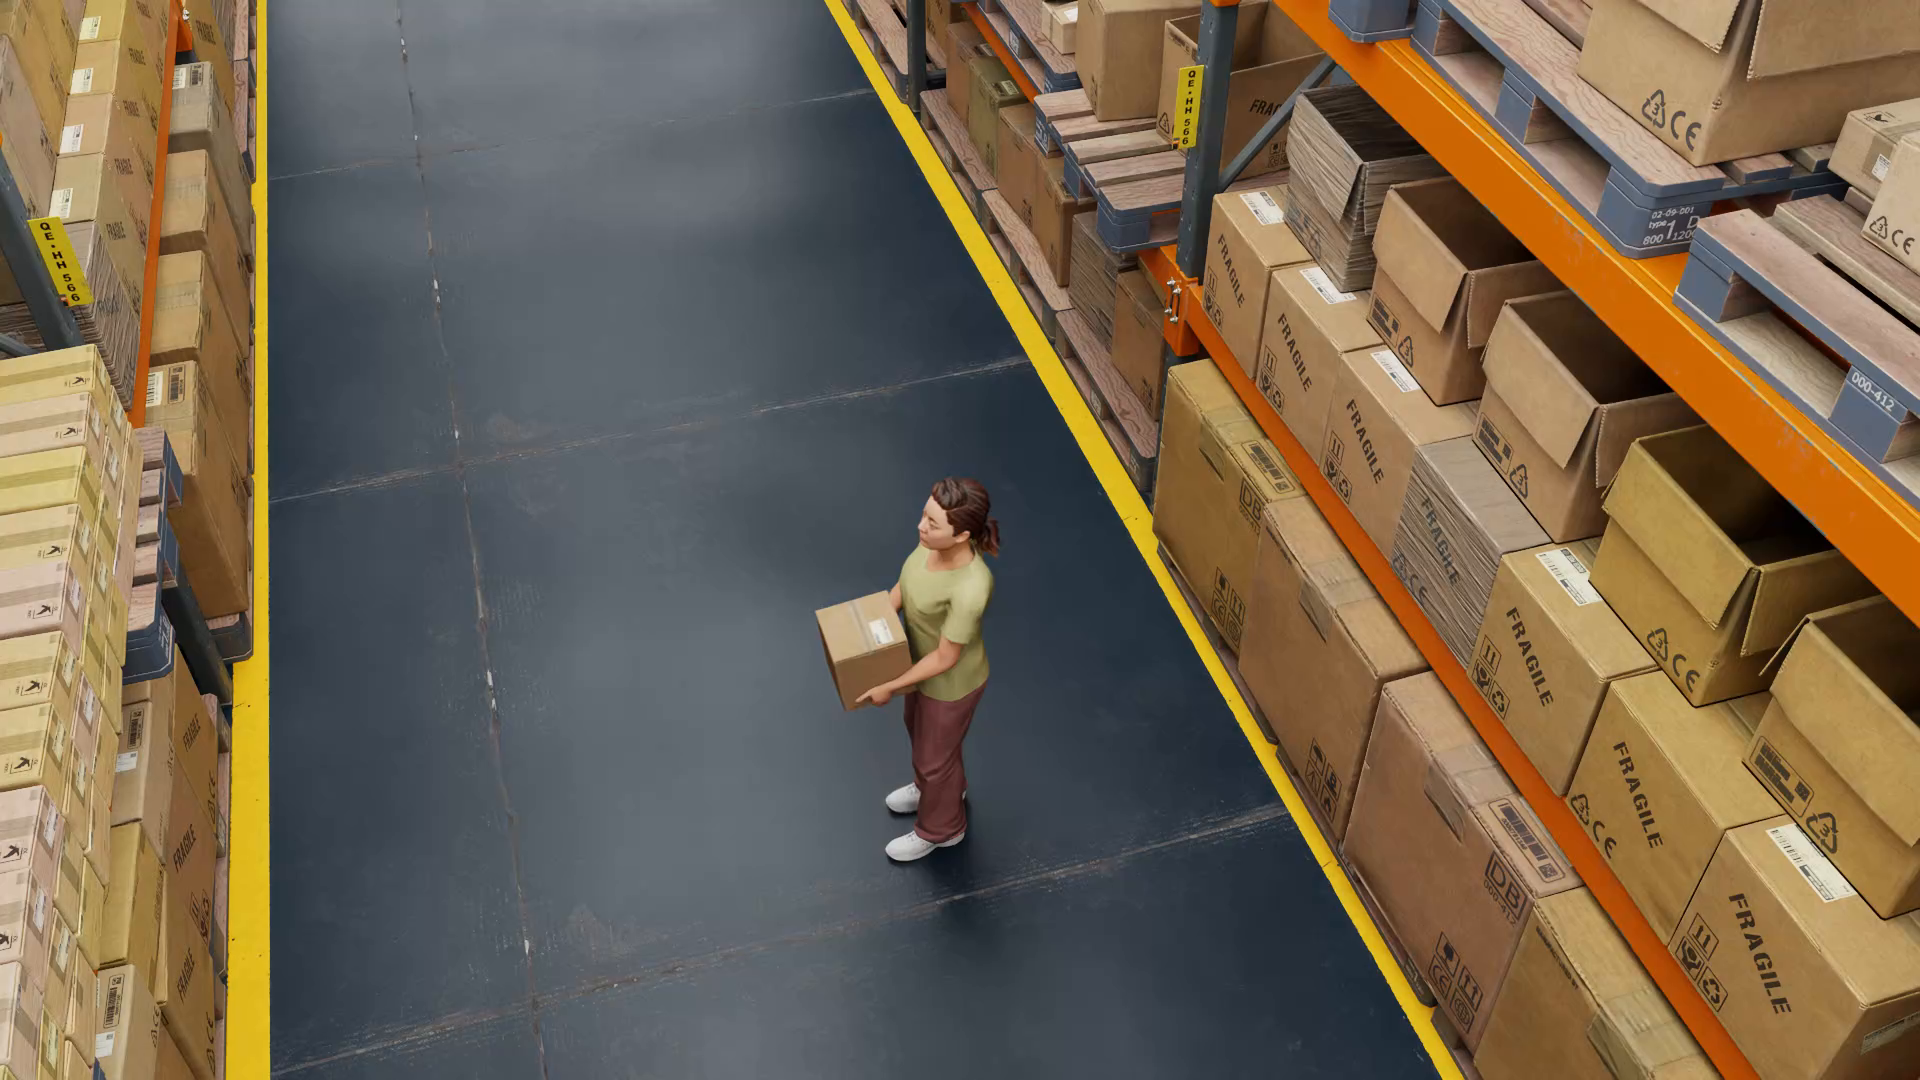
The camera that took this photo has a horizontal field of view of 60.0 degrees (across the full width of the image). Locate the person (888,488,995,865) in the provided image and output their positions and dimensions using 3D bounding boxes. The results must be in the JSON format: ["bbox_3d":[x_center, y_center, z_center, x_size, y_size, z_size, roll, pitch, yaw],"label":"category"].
[{"bbox_3d":[-0.102,0.462,5.655,0.409,1.673,0.520,-14,44,-15],"label":"person"}]
